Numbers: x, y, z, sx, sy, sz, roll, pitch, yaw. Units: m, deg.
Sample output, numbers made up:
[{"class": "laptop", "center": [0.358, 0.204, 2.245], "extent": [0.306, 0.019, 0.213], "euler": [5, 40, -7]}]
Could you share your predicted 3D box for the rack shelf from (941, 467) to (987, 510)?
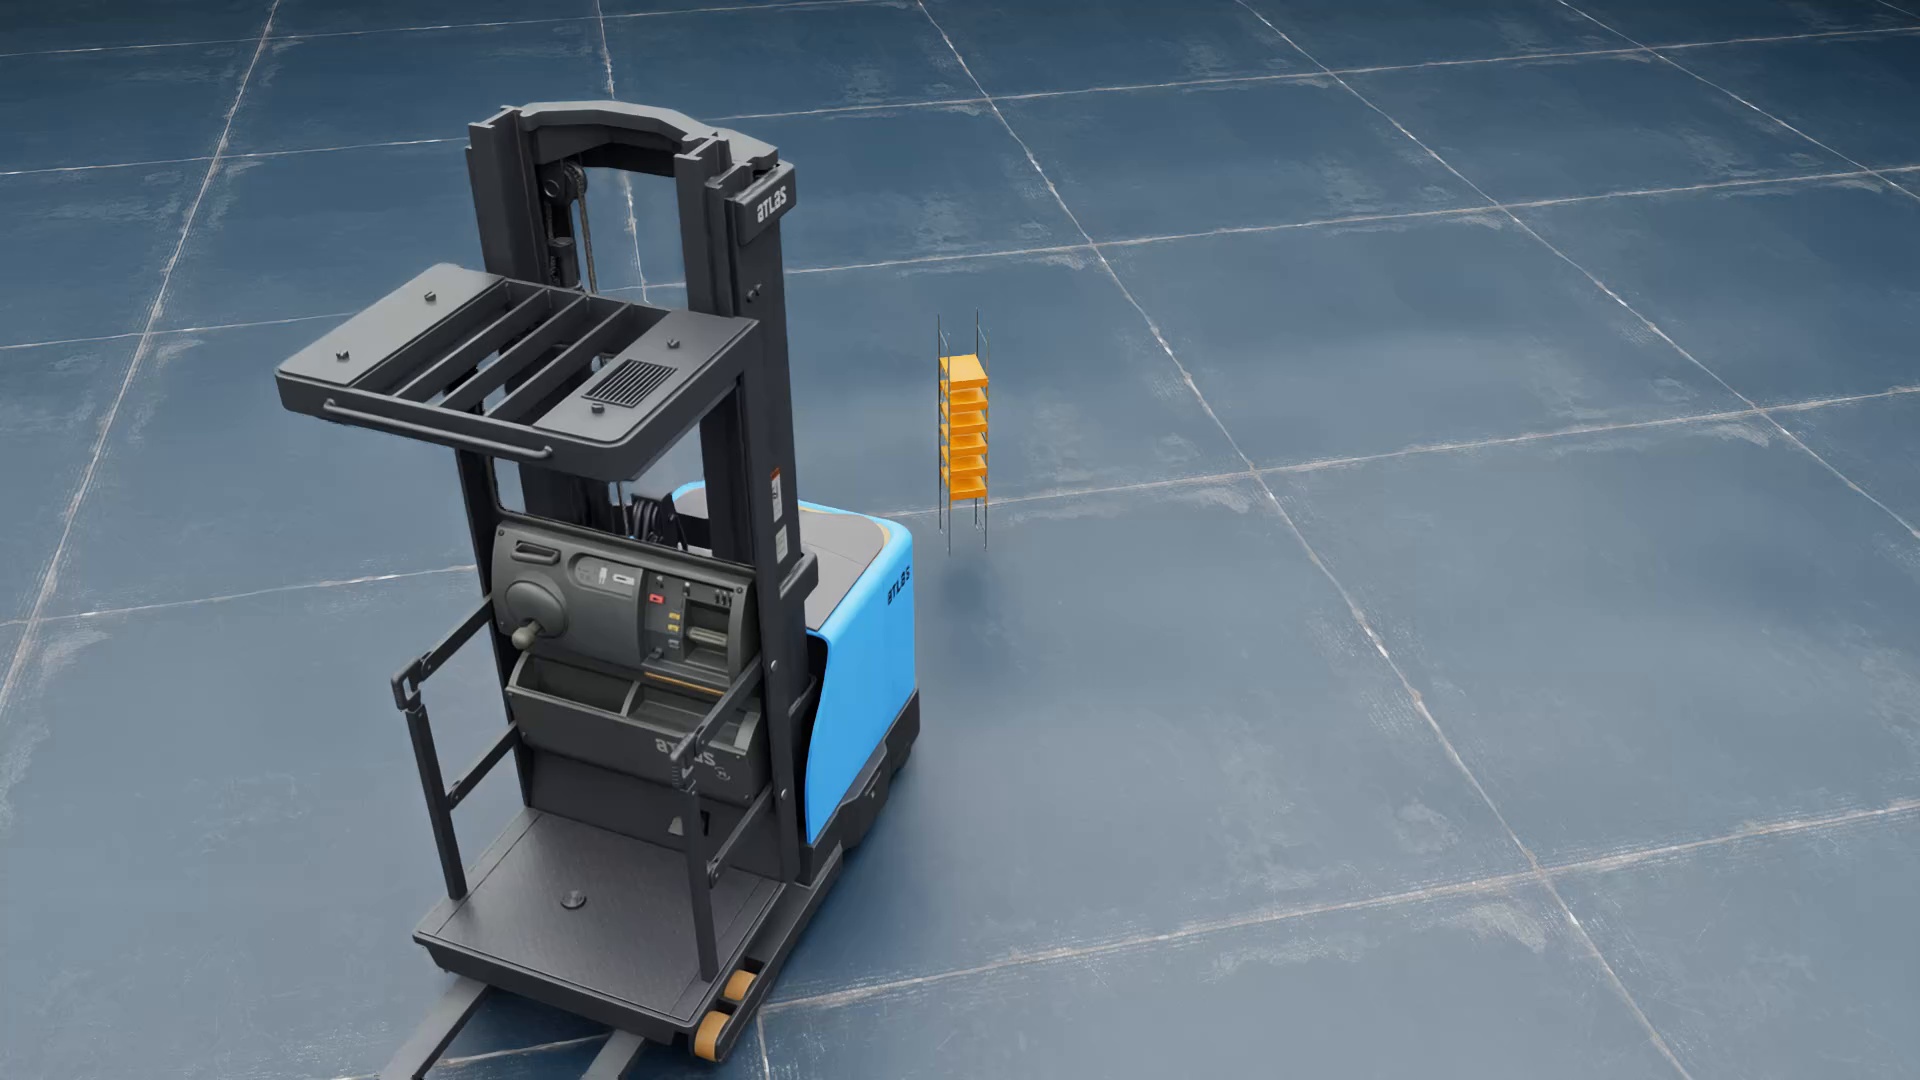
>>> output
[{"class": "rack shelf", "center": [0.014, -0.264, 8.077], "extent": [0.180, 0.103, 0.258], "euler": [-7, 35, -11]}]

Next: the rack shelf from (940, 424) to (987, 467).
[{"class": "rack shelf", "center": [0.014, -0.463, 7.943], "extent": [0.180, 0.103, 0.258], "euler": [-7, 35, -11]}]

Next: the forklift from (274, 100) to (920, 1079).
[{"class": "forklift", "center": [-1.183, 0.277, 5.207], "extent": [1.130, 2.935, 3.031], "euler": [12, 36, 18]}]

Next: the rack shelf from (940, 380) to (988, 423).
[{"class": "rack shelf", "center": [0.014, -0.662, 7.809], "extent": [0.180, 0.103, 0.258], "euler": [-7, 35, -11]}]

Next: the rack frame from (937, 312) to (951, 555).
[{"class": "rack frame", "center": [-0.075, -0.489, 7.902], "extent": [0.006, 1.200, 0.240], "euler": [-7, 35, -11]}]

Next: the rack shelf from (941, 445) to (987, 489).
[{"class": "rack shelf", "center": [0.014, -0.363, 8.010], "extent": [0.180, 0.103, 0.258], "euler": [-7, 35, -11]}]

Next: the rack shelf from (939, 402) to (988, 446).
[{"class": "rack shelf", "center": [0.014, -0.563, 7.876], "extent": [0.180, 0.103, 0.258], "euler": [-7, 35, -11]}]

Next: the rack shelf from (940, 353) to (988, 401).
[{"class": "rack shelf", "center": [0.014, -0.762, 7.742], "extent": [0.180, 0.103, 0.258], "euler": [-7, 35, -11]}]

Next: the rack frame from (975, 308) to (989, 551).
[{"class": "rack frame", "center": [0.103, -0.511, 7.935], "extent": [0.006, 1.200, 0.240], "euler": [-7, 35, -11]}]

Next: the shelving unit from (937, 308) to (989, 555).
[{"class": "shelving unit", "center": [0.014, -0.500, 7.918], "extent": [0.189, 1.200, 0.258], "euler": [-7, 35, -11]}]
